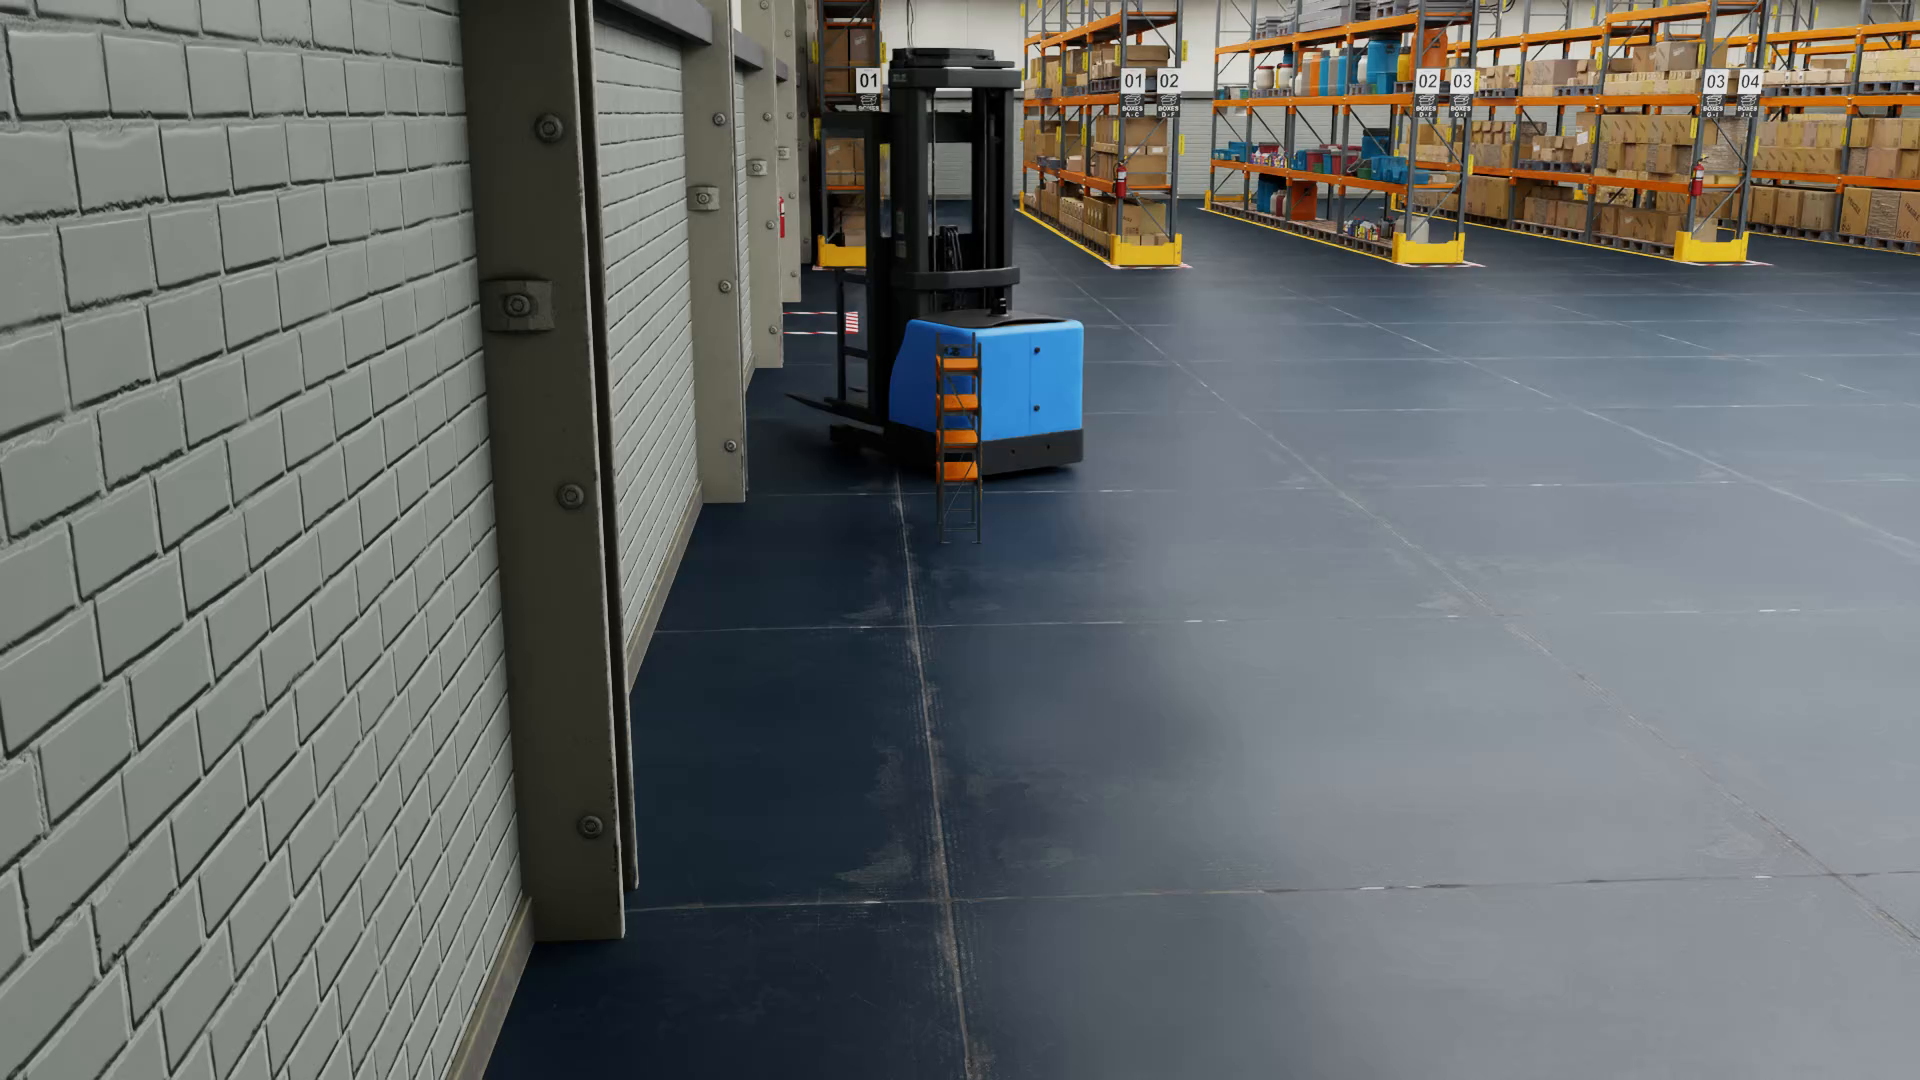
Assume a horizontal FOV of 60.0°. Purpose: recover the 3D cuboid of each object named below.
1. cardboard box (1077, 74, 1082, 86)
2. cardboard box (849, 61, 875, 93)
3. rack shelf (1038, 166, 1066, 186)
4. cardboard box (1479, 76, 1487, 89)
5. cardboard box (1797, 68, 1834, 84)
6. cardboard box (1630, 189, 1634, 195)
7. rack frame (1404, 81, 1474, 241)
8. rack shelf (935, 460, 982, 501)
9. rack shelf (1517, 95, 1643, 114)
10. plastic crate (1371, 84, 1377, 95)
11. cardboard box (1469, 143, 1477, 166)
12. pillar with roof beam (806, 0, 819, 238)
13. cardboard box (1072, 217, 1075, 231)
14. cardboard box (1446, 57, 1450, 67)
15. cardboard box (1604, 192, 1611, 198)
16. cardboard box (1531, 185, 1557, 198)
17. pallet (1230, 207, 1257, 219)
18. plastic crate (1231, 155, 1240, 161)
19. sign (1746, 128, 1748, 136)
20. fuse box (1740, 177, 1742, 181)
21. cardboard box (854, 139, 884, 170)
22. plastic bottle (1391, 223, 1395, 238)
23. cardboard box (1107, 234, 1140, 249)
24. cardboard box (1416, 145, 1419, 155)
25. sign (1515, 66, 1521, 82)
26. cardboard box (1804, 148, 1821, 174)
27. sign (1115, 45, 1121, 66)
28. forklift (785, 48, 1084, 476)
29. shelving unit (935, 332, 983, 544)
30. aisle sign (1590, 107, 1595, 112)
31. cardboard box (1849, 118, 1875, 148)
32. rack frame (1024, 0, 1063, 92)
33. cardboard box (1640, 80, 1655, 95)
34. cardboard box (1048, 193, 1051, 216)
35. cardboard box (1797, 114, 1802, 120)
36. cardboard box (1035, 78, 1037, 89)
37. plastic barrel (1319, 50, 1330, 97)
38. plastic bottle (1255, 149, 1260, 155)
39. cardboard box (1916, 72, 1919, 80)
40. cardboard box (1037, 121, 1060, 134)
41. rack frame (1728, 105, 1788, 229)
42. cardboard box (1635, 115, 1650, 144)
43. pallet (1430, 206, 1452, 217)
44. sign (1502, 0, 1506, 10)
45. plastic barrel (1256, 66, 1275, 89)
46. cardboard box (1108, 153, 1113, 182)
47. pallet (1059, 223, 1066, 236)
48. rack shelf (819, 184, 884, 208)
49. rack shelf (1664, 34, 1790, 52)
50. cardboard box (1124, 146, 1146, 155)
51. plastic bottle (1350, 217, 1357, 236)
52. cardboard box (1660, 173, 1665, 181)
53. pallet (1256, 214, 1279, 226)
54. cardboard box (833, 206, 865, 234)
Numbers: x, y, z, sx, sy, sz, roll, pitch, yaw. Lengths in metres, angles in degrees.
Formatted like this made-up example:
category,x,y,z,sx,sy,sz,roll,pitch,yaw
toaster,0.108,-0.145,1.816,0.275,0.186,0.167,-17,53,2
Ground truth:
category,x,y,z,sx,sy,sz,roll,pitch,yaw
cardboard box,2.734,-9.602,34.765,0.500,0.250,0.500,-2,15,-8
cardboard box,-1.570,-7.662,27.523,0.500,0.500,0.500,-1,14,-2
rack shelf,2.525,-8.280,37.630,1.077,0.370,4.000,-1,14,-3
cardboard box,12.267,-10.616,38.584,0.500,0.311,0.500,-1,14,-5
cardboard box,17.413,-9.433,33.785,0.500,0.311,0.500,-1,14,-5
cardboard box,16.886,-8.649,41.306,0.380,0.149,0.250,-1,14,-4
rack frame,8.089,-6.217,28.168,1.000,3.000,0.127,-1,14,-3
rack shelf,-0.010,-0.365,10.103,0.258,0.148,0.480,-1,14,-3
rack shelf,12.661,-8.890,33.981,1.077,0.370,4.000,-1,14,-3
plastic crate,7.667,-8.165,30.146,0.336,0.188,0.450,-1,14,-3
cardboard box,12.130,-8.958,38.623,0.500,0.500,0.500,-1,14,-5
pillar with roof beam,1.219,-10.688,33.509,9.100,9.000,0.400,-1,14,-3
cardboard box,2.520,-6.359,33.398,0.500,0.250,0.500,-1,14,-2
cardboard box,12.156,-11.886,41.433,0.500,0.250,0.500,-1,14,-5
cardboard box,16.857,-8.898,42.870,0.380,0.149,0.250,-2,15,-6
cardboard box,12.608,-7.482,35.715,0.500,0.250,0.500,0,14,-1
pallet,7.261,-8.033,40.823,1.003,0.211,1.213,-1,14,-3
plastic crate,6.938,-9.531,41.458,0.293,0.136,0.466,-1,14,-3
sign,23.597,-12.274,50.053,0.339,0.242,0.001,-1,14,-3
fuse box,23.665,-11.199,50.120,0.539,1.711,0.414,-1,14,-3
cardboard box,-1.529,-6.487,27.976,0.500,0.500,0.500,-1,14,-3
plastic bottle,8.100,-5.783,31.051,0.061,0.283,0.133,-1,14,-3
cardboard box,2.817,-5.142,28.665,0.500,0.250,0.500,-1,14,-3
cardboard box,11.868,-9.966,42.444,0.500,0.250,0.500,-1,14,-5
sign,11.982,-10.018,35.725,0.100,0.325,0.005,-1,14,-3
cardboard box,17.411,-7.639,33.496,0.500,0.500,0.500,-1,14,-4
sign,2.602,-7.979,27.381,0.100,0.325,0.005,-1,14,-3
forklift,-0.346,-2.161,12.544,1.130,2.935,3.031,-9,17,-32
shelving unit,-0.010,-0.622,10.037,0.258,1.200,0.503,-1,14,-3
aisle sign,16.694,-11.596,43.859,0.394,0.787,0.004,-1,14,-3
cardboard box,17.730,-7.843,32.020,0.875,0.550,0.550,-1,14,-3
rack frame,2.154,-13.026,42.593,1.000,3.000,0.127,-1,14,-3
cardboard box,12.655,-8.166,30.025,0.500,0.250,0.500,-1,14,-4
cardboard box,2.287,-7.621,37.761,0.500,0.500,0.500,-1,14,-6
cardboard box,21.743,-10.857,42.693,0.380,0.149,0.250,-1,14,-3
cardboard box,2.073,-10.989,39.994,0.500,0.250,0.500,-1,14,-3
plastic barrel,7.512,-9.355,33.341,0.600,0.901,0.708,-1,14,-3
plastic bottle,7.046,-9.075,39.375,0.144,0.351,0.185,-1,14,-3
cardboard box,17.536,-8.384,30.033,0.380,0.149,0.250,-1,14,-3
cardboard box,2.112,-9.780,39.810,0.500,0.500,0.500,-1,14,-3
rack frame,17.493,-8.334,36.398,1.000,3.000,0.127,-1,14,-3
cardboard box,12.664,-7.476,30.258,0.500,0.500,0.500,-1,14,-3
pallet,12.320,-8.117,41.152,1.003,0.211,1.213,-1,14,-3
sign,12.830,-12.685,39.235,0.100,0.325,0.005,-1,14,-3
plastic barrel,7.128,-10.788,38.800,0.433,0.535,0.433,0,14,0
cardboard box,3.030,-6.691,29.810,0.700,0.500,0.500,0,14,-2
pallet,2.661,-6.575,35.157,1.003,0.211,1.213,-1,14,-3
rack shelf,-1.923,-6.213,29.597,1.077,0.370,4.000,-1,14,-3
rack shelf,17.370,-11.195,37.723,1.077,0.370,4.000,-1,14,-3
cardboard box,2.931,-6.596,28.139,0.380,0.149,0.250,-1,14,-4
plastic bottle,7.477,-5.934,31.505,0.144,0.351,0.185,0,14,-2
cardboard box,12.753,-6.488,29.727,0.380,0.149,0.250,-1,14,-3
pallet,7.430,-7.354,38.184,1.003,0.211,1.213,-1,14,-3
cardboard box,-2.109,-6.244,32.407,0.700,0.500,0.500,0,14,-2
